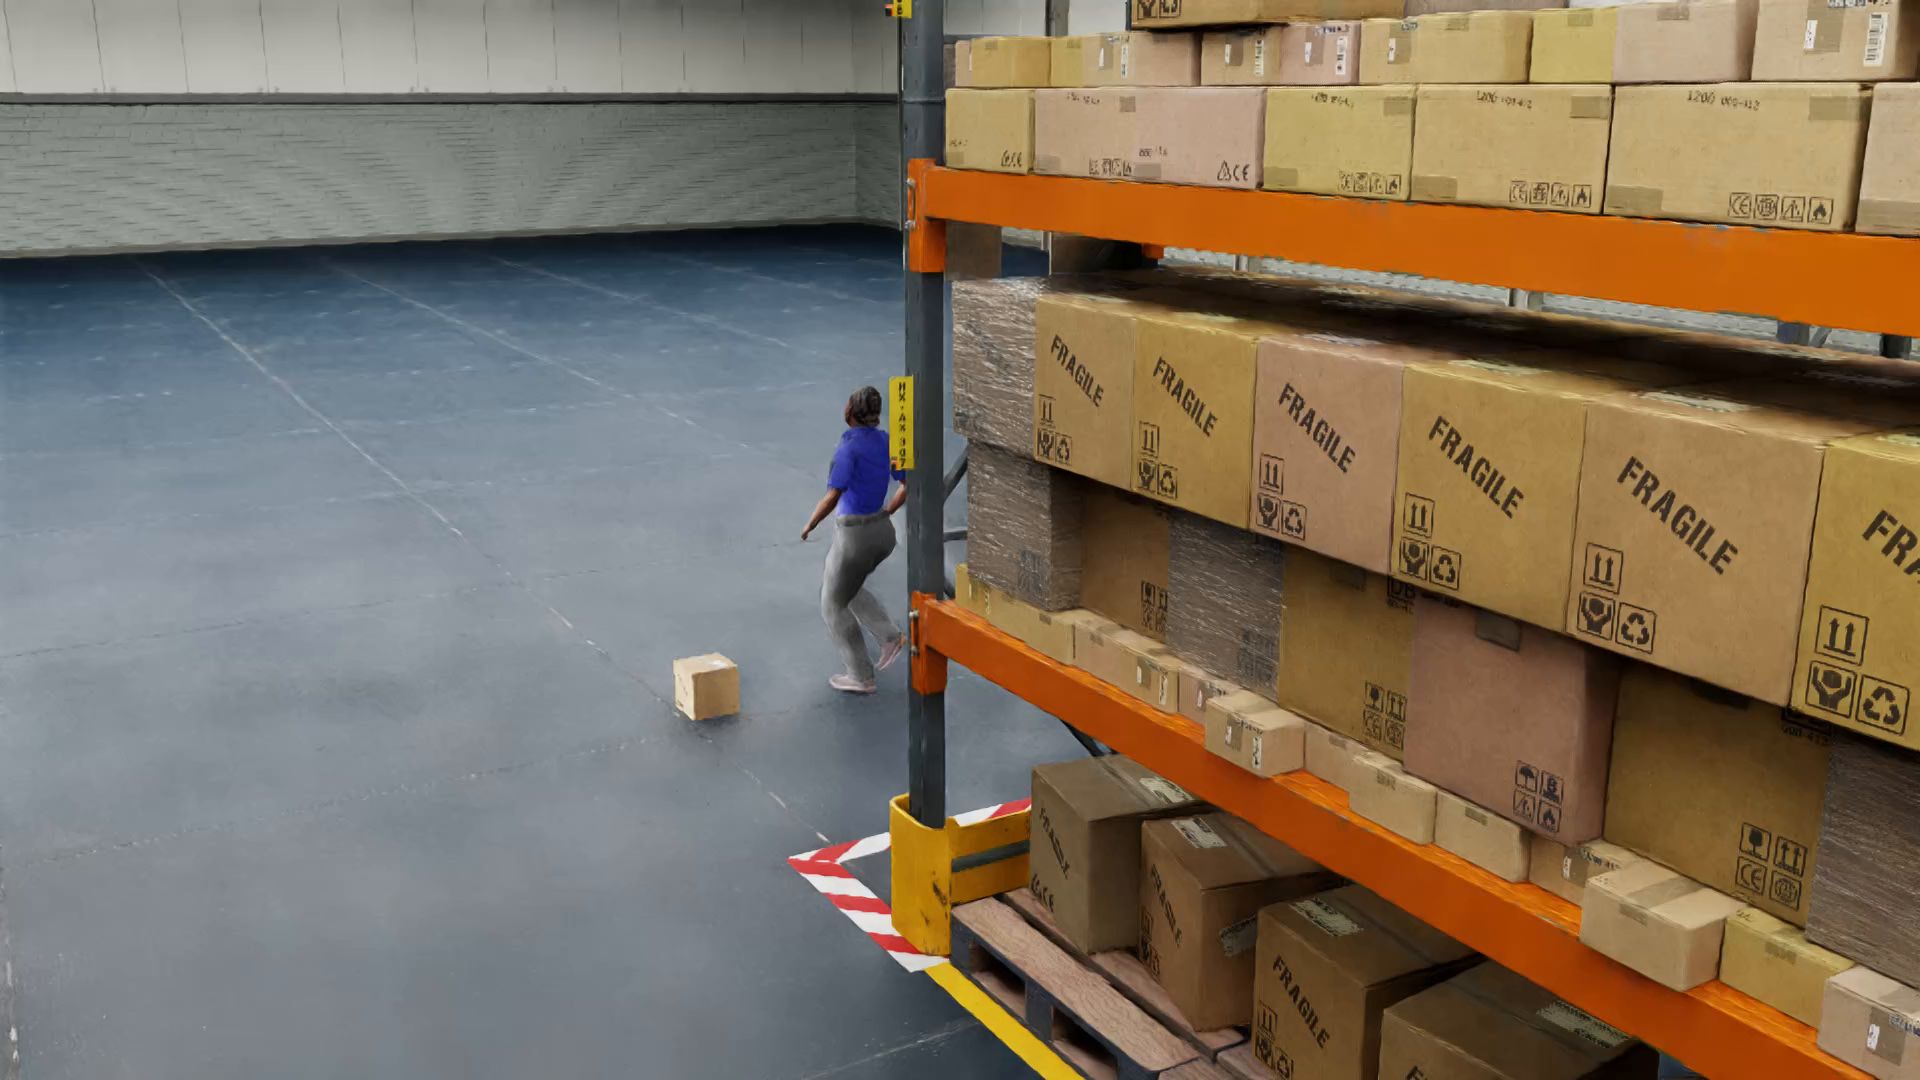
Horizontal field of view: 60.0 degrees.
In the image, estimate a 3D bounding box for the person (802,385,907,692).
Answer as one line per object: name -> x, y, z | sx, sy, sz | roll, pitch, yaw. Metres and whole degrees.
person -> -0.563, 0.003, 8.601 | 0.472, 1.627, 0.621 | 8, 17, 28
